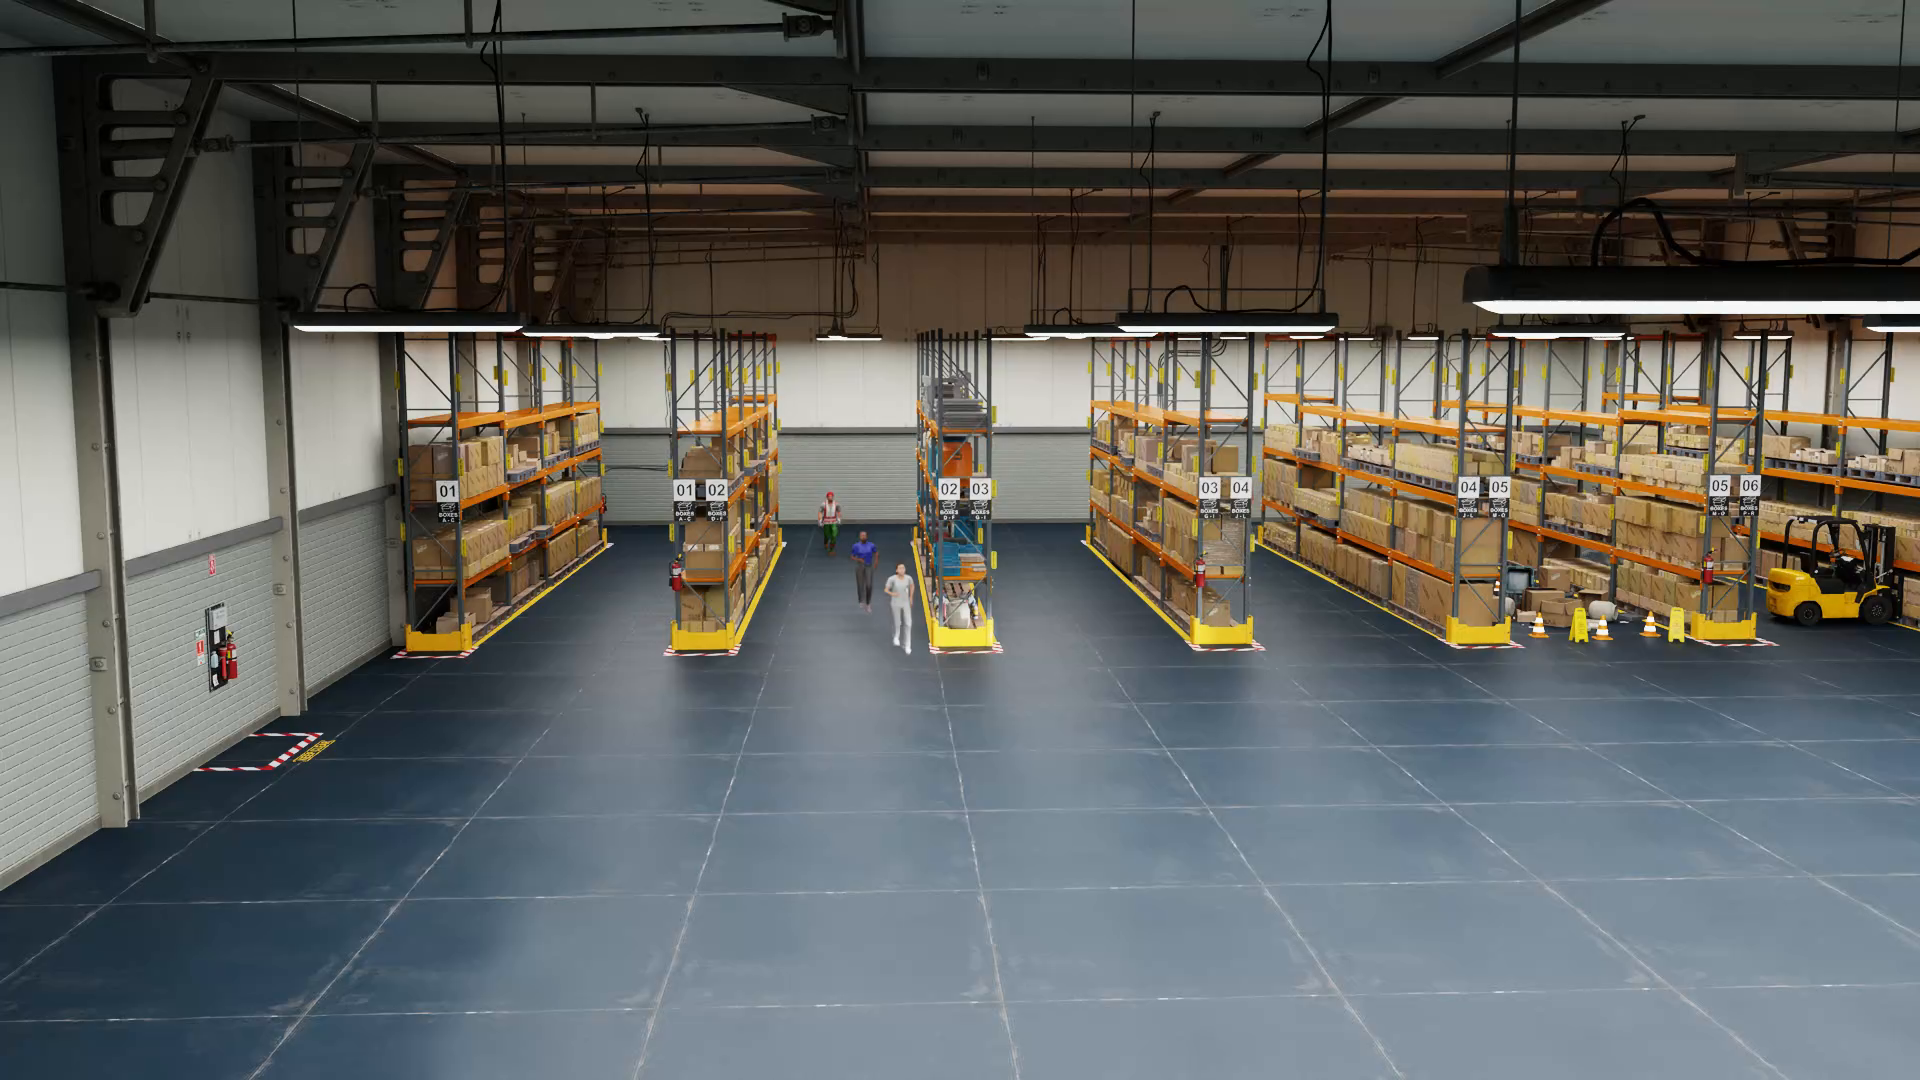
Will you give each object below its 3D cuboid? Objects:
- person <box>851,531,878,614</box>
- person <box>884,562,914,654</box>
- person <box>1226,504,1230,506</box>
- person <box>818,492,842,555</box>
[{"bbox_3d":[-1.966,0.664,34.324,0.584,1.696,0.717,-1,7,-6],"label":"person"},{"bbox_3d":[-1.126,1.237,31.133,0.602,1.677,0.929,-2,7,-15],"label":"person"},{"bbox_3d":[7.416,-0.768,47.977,0.680,1.740,0.845,7,9,44],"label":"person"},{"bbox_3d":[-3.535,-0.466,45.288,0.649,1.734,0.635,-1,7,-12],"label":"person"}]
